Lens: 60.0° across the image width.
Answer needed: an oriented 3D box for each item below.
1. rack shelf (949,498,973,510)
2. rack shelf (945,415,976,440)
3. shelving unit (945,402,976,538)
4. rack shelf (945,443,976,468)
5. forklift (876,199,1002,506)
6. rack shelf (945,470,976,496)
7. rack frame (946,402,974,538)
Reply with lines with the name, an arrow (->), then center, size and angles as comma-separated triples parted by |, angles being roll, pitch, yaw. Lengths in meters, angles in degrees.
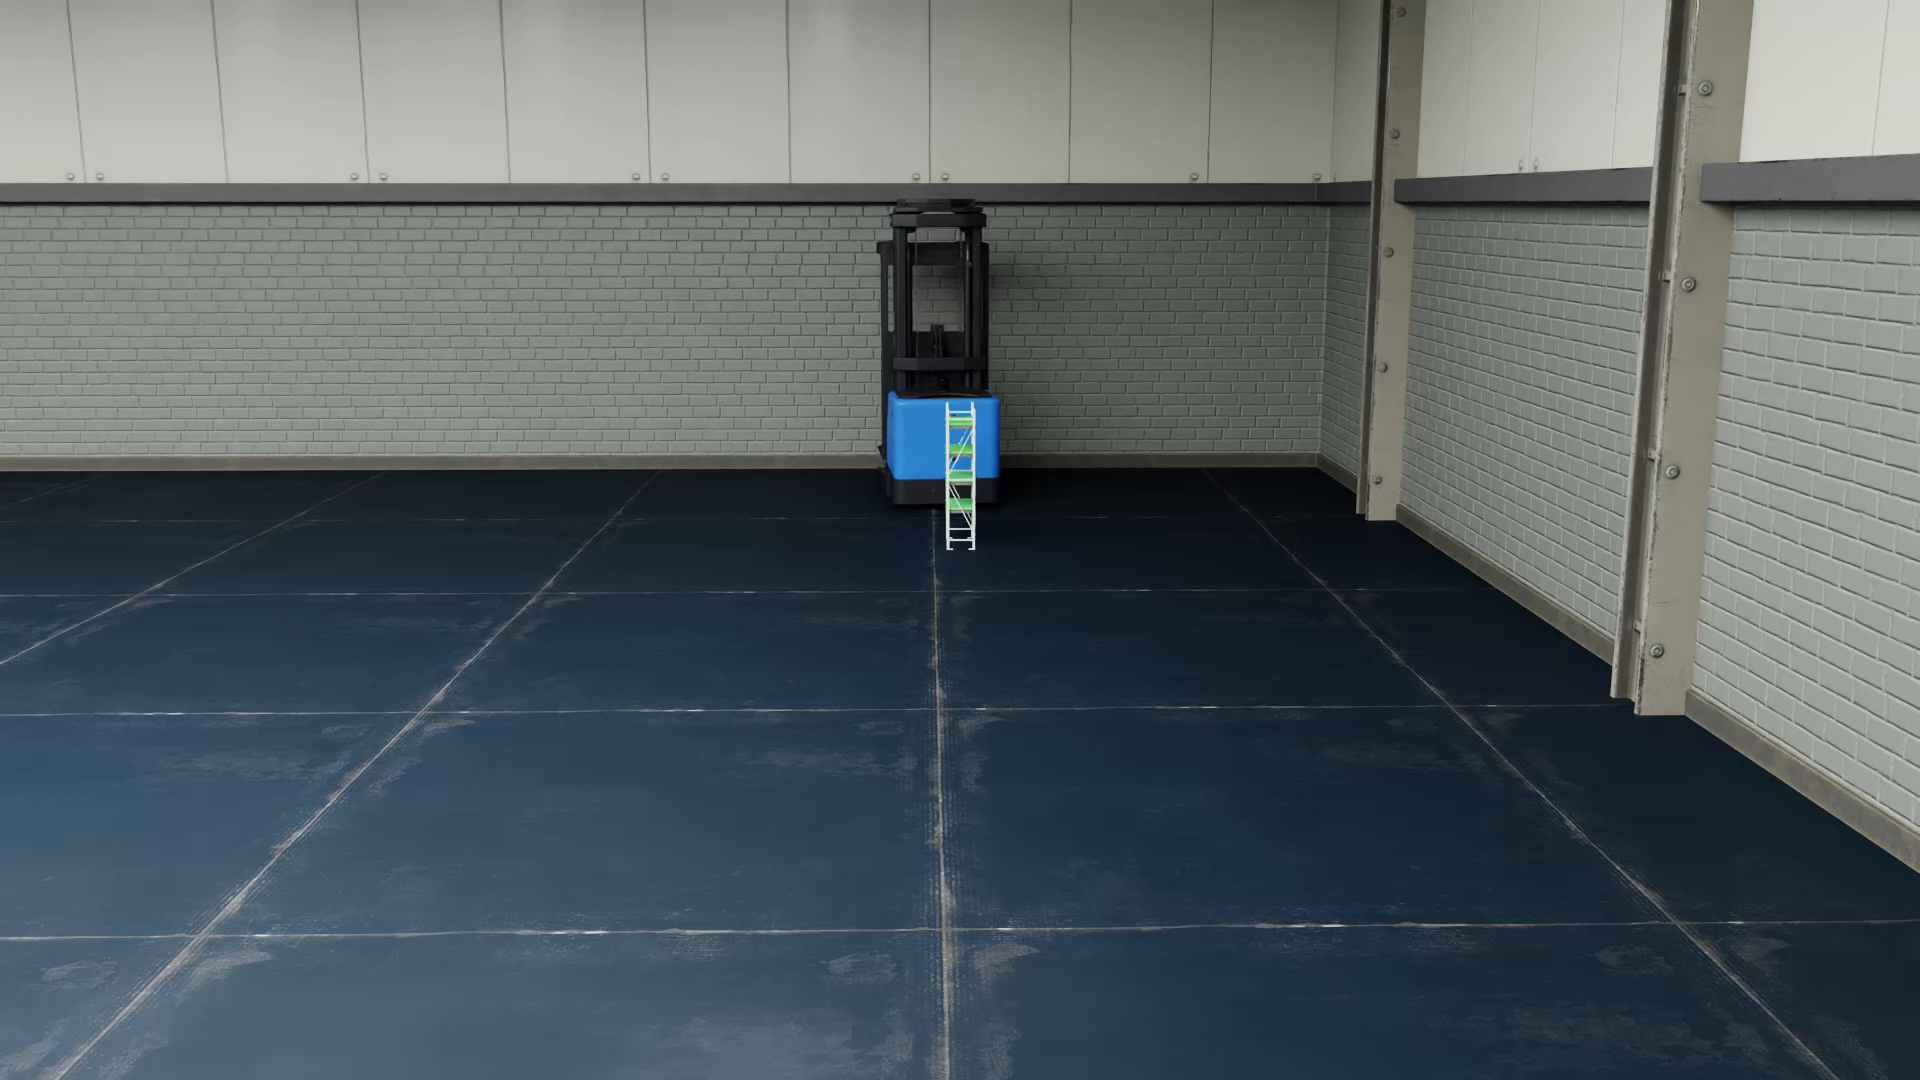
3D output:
rack shelf -> 0.003, -0.310, 14.327 | 0.221, 0.021, 0.457 | 0, 11, -1
rack shelf -> 0.003, -0.963, 14.195 | 0.258, 0.148, 0.480 | 0, 11, -1
shelving unit -> 0.003, -0.556, 14.283 | 0.258, 1.200, 0.492 | 0, 11, -1
rack shelf -> 0.003, -0.728, 14.243 | 0.258, 0.148, 0.480 | 0, 11, -1
forklift -> -0.282, -2.011, 17.102 | 1.130, 2.935, 3.031 | -1, 12, -6
rack shelf -> 0.003, -0.492, 14.290 | 0.258, 0.148, 0.480 | 0, 11, -1
rack frame -> -0.002, -0.604, 14.517 | 0.240, 1.200, 0.015 | 0, 11, -1
